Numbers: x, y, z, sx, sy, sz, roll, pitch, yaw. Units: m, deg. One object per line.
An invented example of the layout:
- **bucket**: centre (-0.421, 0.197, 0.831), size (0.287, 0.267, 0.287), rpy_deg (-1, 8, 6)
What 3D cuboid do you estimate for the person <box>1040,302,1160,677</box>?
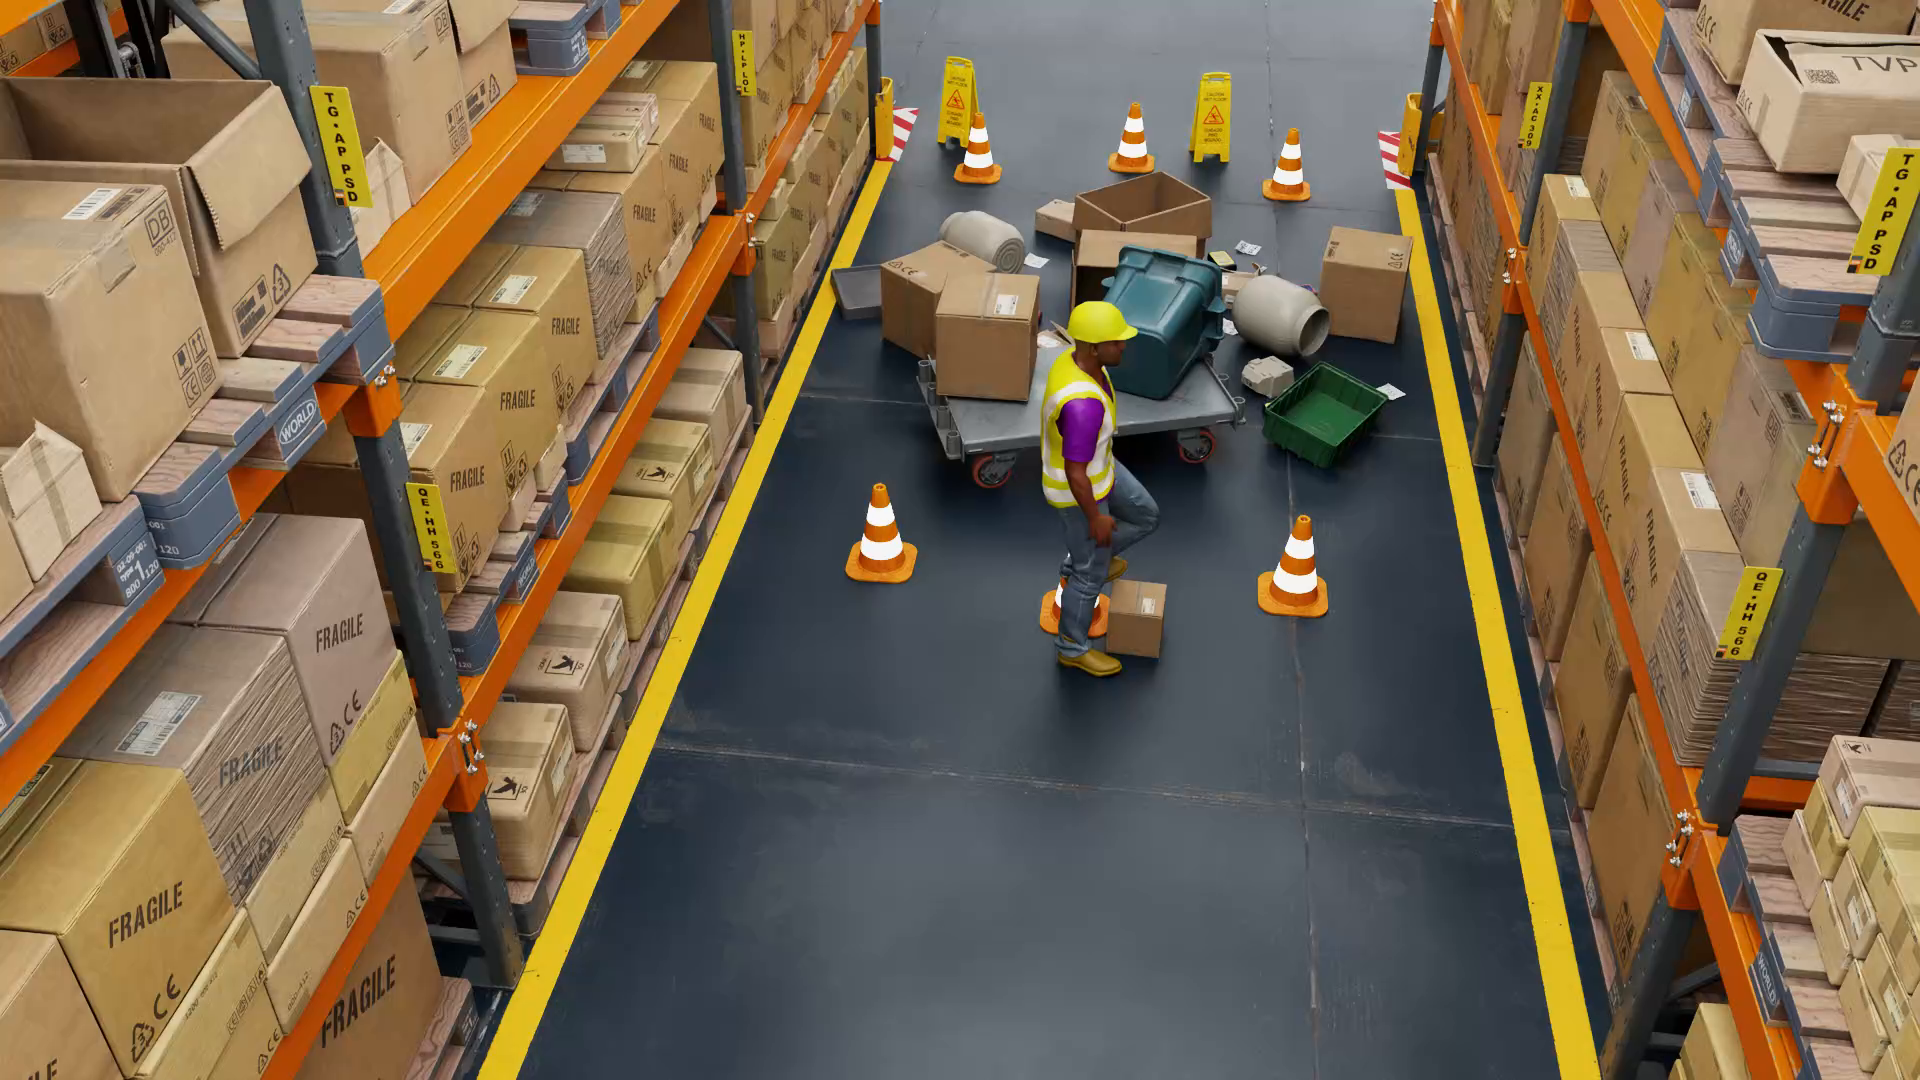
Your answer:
- **person**: centre (0.624, -0.241, 7.353), size (0.555, 1.765, 0.625), rpy_deg (4, 36, 5)
